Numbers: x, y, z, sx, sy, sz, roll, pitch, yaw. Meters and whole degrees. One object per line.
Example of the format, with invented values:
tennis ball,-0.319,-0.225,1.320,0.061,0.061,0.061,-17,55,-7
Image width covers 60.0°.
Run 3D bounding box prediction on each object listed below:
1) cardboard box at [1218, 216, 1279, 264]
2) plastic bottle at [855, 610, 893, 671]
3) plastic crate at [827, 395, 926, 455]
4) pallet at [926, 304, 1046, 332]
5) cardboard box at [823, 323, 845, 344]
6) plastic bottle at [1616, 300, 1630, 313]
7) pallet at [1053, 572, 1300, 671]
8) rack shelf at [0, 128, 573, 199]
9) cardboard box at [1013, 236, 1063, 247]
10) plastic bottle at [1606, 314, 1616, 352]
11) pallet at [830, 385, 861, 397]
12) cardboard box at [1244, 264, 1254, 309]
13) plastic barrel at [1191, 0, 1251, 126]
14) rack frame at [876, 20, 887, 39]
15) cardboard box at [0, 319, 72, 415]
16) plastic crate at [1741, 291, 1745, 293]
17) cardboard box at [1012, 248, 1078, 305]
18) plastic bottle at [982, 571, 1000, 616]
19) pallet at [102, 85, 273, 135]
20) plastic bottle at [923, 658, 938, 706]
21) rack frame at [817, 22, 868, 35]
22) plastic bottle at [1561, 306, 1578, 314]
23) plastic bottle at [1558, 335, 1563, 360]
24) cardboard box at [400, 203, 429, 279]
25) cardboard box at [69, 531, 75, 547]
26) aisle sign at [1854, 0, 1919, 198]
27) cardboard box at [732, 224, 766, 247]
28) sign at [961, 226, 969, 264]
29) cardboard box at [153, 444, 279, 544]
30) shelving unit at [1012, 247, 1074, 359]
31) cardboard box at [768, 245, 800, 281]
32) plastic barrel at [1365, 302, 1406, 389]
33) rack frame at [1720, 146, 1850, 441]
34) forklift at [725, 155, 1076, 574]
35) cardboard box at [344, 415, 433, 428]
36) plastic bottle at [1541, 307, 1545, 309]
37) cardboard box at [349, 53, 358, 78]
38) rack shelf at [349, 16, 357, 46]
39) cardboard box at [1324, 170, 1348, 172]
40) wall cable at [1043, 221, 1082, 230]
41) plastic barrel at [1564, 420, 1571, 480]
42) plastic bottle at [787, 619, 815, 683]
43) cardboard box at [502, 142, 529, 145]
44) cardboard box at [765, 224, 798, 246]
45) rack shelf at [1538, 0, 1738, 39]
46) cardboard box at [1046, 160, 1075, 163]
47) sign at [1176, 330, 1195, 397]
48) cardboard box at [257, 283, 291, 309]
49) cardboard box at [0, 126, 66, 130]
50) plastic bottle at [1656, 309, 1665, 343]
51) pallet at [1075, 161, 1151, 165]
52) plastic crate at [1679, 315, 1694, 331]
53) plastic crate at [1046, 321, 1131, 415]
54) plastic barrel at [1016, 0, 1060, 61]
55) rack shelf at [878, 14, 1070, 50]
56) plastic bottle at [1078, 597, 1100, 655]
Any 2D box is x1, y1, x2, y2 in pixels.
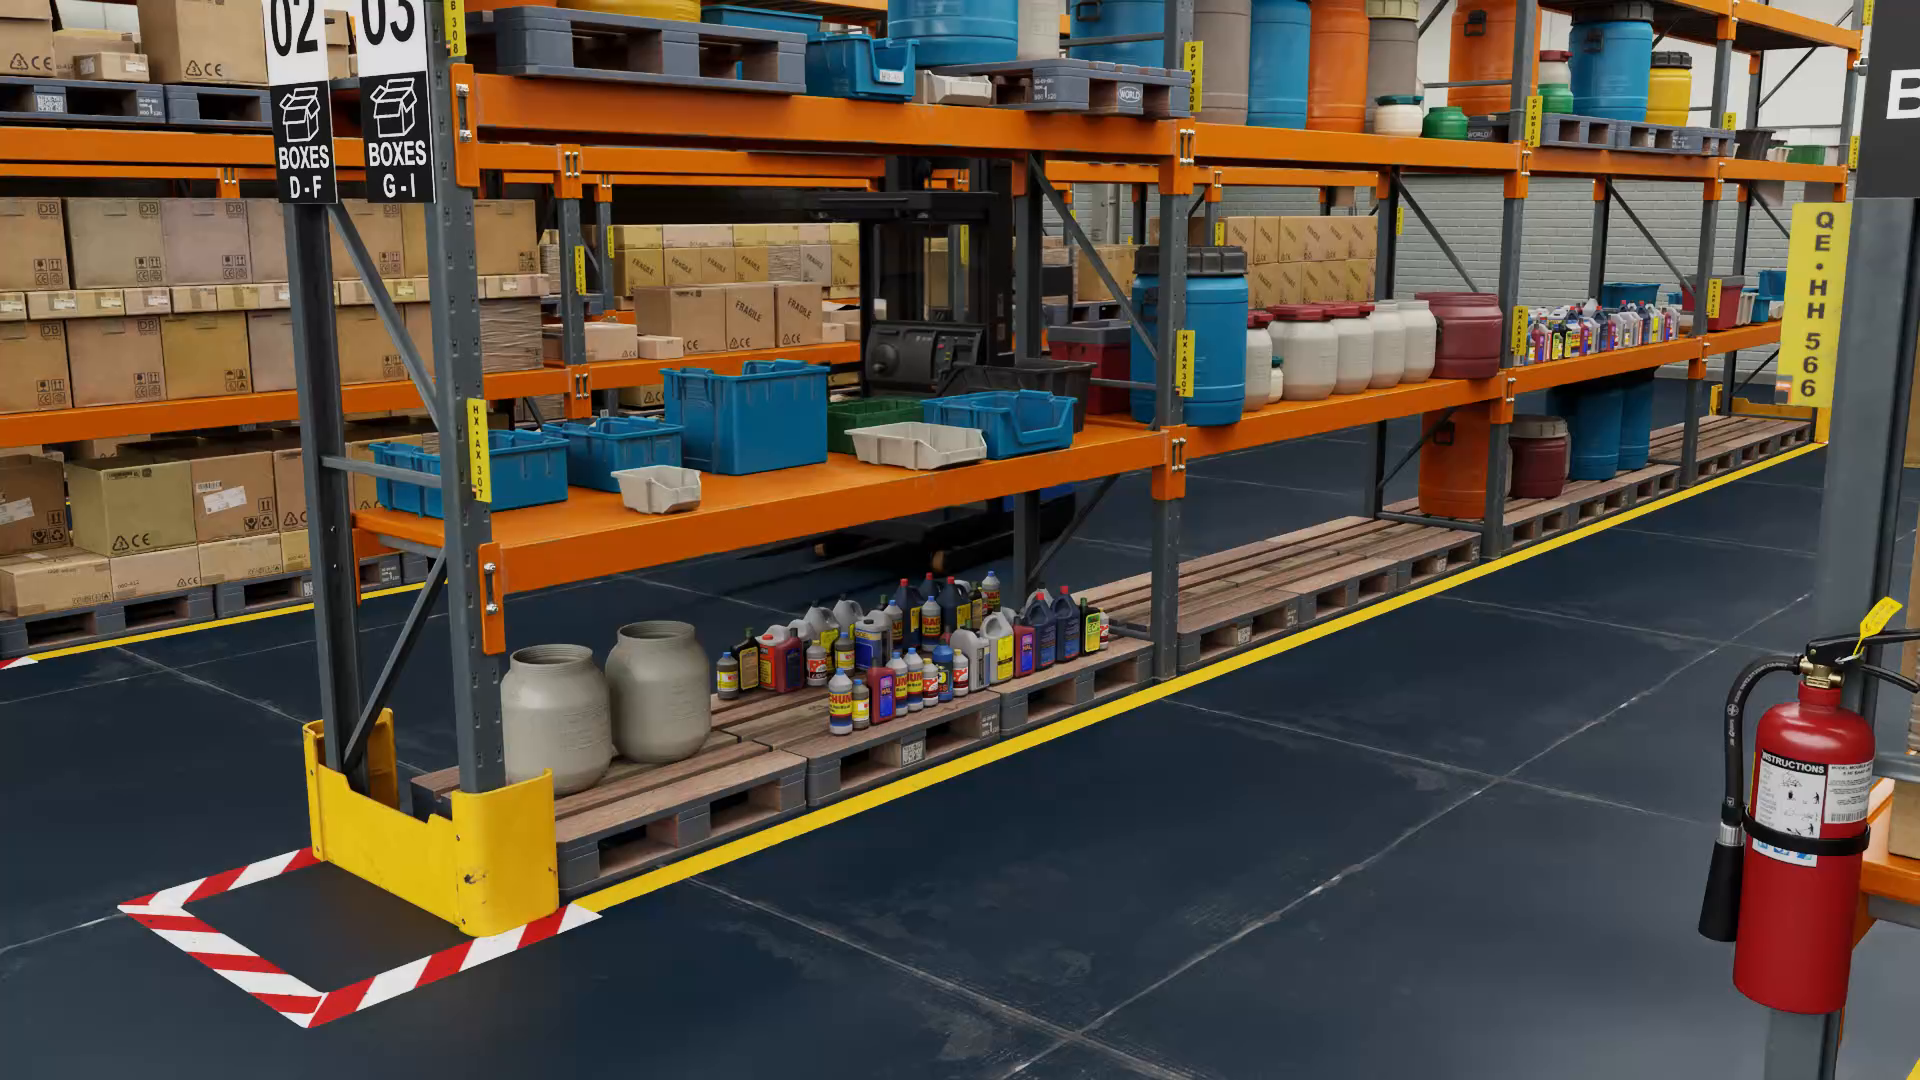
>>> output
cardboard box,3.131,-3.275,18.144,0.500,0.500,0.500,9,15,39
plastic bottle,-0.416,0.482,7.972,0.152,0.276,0.135,10,15,40
plastic crate,-0.402,-0.542,7.808,0.450,0.188,0.662,10,15,40
pallet,0.023,-2.053,15.323,1.213,0.211,1.003,10,15,40
cardboard box,-1.172,-1.721,13.809,0.250,0.149,0.380,-11,16,-43
plastic bottle,5.395,-1.776,13.570,0.144,0.351,0.185,10,15,40
pallet,1.195,0.438,9.481,1.003,0.211,1.213,10,15,40
rack shelf,-4.333,-2.274,10.117,1.077,0.370,4.000,10,15,40
cardboard box,0.856,-3.926,23.445,0.980,0.700,0.700,11,16,43
plastic bottle,5.035,-1.607,12.898,0.061,0.283,0.133,10,15,40
pallet,-1.908,-1.776,20.566,1.003,0.211,1.213,10,15,40
cardboard box,2.809,-2.716,17.896,0.500,0.500,0.500,10,15,42
plastic barrel,1.310,-2.725,9.258,0.600,0.901,0.600,0,11,0
rack frame,-0.372,-4.981,14.172,1.000,3.000,0.127,10,15,40
cardboard box,-5.335,-0.978,9.193,0.700,0.500,0.500,10,15,40
plastic crate,7.782,-2.431,17.000,0.416,0.233,0.300,10,15,40
cardboard box,0.706,-2.511,15.796,0.500,0.500,0.700,-9,14,-37
plastic bottle,0.166,0.303,8.877,0.097,0.271,0.097,0,11,0
pallet,-4.362,-2.570,9.989,1.003,0.211,1.213,10,15,40
plastic bottle,-0.146,0.630,7.422,0.097,0.201,0.097,0,11,0
rack frame,-1.455,-6.209,20.323,1.000,3.000,0.127,10,15,40
plastic bottle,5.153,-1.853,14.145,0.152,0.276,0.135,10,15,40
plastic bottle,4.365,-1.423,12.186,0.097,0.201,0.097,0,11,0
cardboard box,-3.633,-1.995,10.972,0.700,0.500,0.500,10,15,40
cardboard box,-5.200,0.089,10.057,0.500,0.250,0.500,10,15,40
aisle sign,1.520,-0.885,2.345,0.394,0.787,0.004,10,15,40
cardboard box,-2.589,-3.514,19.164,0.500,0.250,0.500,9,15,39
sign,0.047,-2.535,14.290,0.100,0.325,0.005,10,15,40
cardboard box,-4.483,-0.286,10.019,0.500,0.500,0.500,10,15,40
shelving unit,0.567,-1.200,12.858,0.431,2.100,0.503,7,13,33
cardboard box,-2.238,-3.222,19.619,0.500,0.500,0.500,10,15,40
plastic barrel,2.550,-1.212,10.333,0.421,0.512,0.421,0,11,0
rack frame,8.627,-2.575,17.444,1.000,3.000,0.127,10,15,40
forklift,-0.368,-1.312,11.297,1.130,2.935,3.031,7,13,33
cardboard box,-3.878,-0.573,11.456,0.500,0.500,0.500,10,15,40
plastic bottle,4.838,-1.800,13.860,0.061,0.283,0.133,10,15,40
cardboard box,-3.899,-3.033,10.875,0.500,0.311,0.500,9,14,37
rack shelf,-5.416,-4.777,16.013,1.077,0.370,4.000,10,15,40
cardboard box,4.109,-4.356,19.087,0.500,0.250,0.500,10,15,40
wall cable,1.320,-4.664,25.313,0.084,1.984,1.851,10,15,40
plastic barrel,4.708,-0.719,13.430,0.421,0.512,0.421,0,11,0
plastic bottle,-0.773,0.518,7.788,0.152,0.276,0.135,9,15,39
cardboard box,-4.368,-3.975,16.972,0.500,0.311,0.500,10,15,40
cardboard box,-2.253,-3.589,19.540,0.500,0.250,0.500,10,15,41
rack shelf,4.667,-4.085,12.546,1.077,0.370,4.000,10,15,40
cardboard box,0.571,-3.779,15.558,0.910,0.500,0.500,10,15,40
sign,1.112,-0.872,8.213,0.100,0.325,0.005,10,15,40
cardboard box,-4.217,-1.485,10.075,0.380,0.149,0.250,10,15,41
cardboard box,-7.564,-3.354,13.383,0.500,0.500,0.500,9,14,38
plastic bottle,5.728,-1.772,13.741,0.152,0.276,0.135,10,15,40
pallet,1.103,-3.766,16.230,1.213,0.211,1.003,10,15,40
plastic crate,6.401,-1.936,14.767,0.396,0.136,0.243,10,15,40
plastic crate,0.796,-0.951,9.153,0.402,0.464,0.583,10,15,40
plastic barrel,0.274,-2.503,8.068,0.421,0.512,0.421,0,11,0
rack shelf,0.948,-4.726,15.755,1.077,0.370,4.000,10,15,40
plastic bottle,0.636,0.421,8.259,0.061,0.283,0.133,11,16,43
